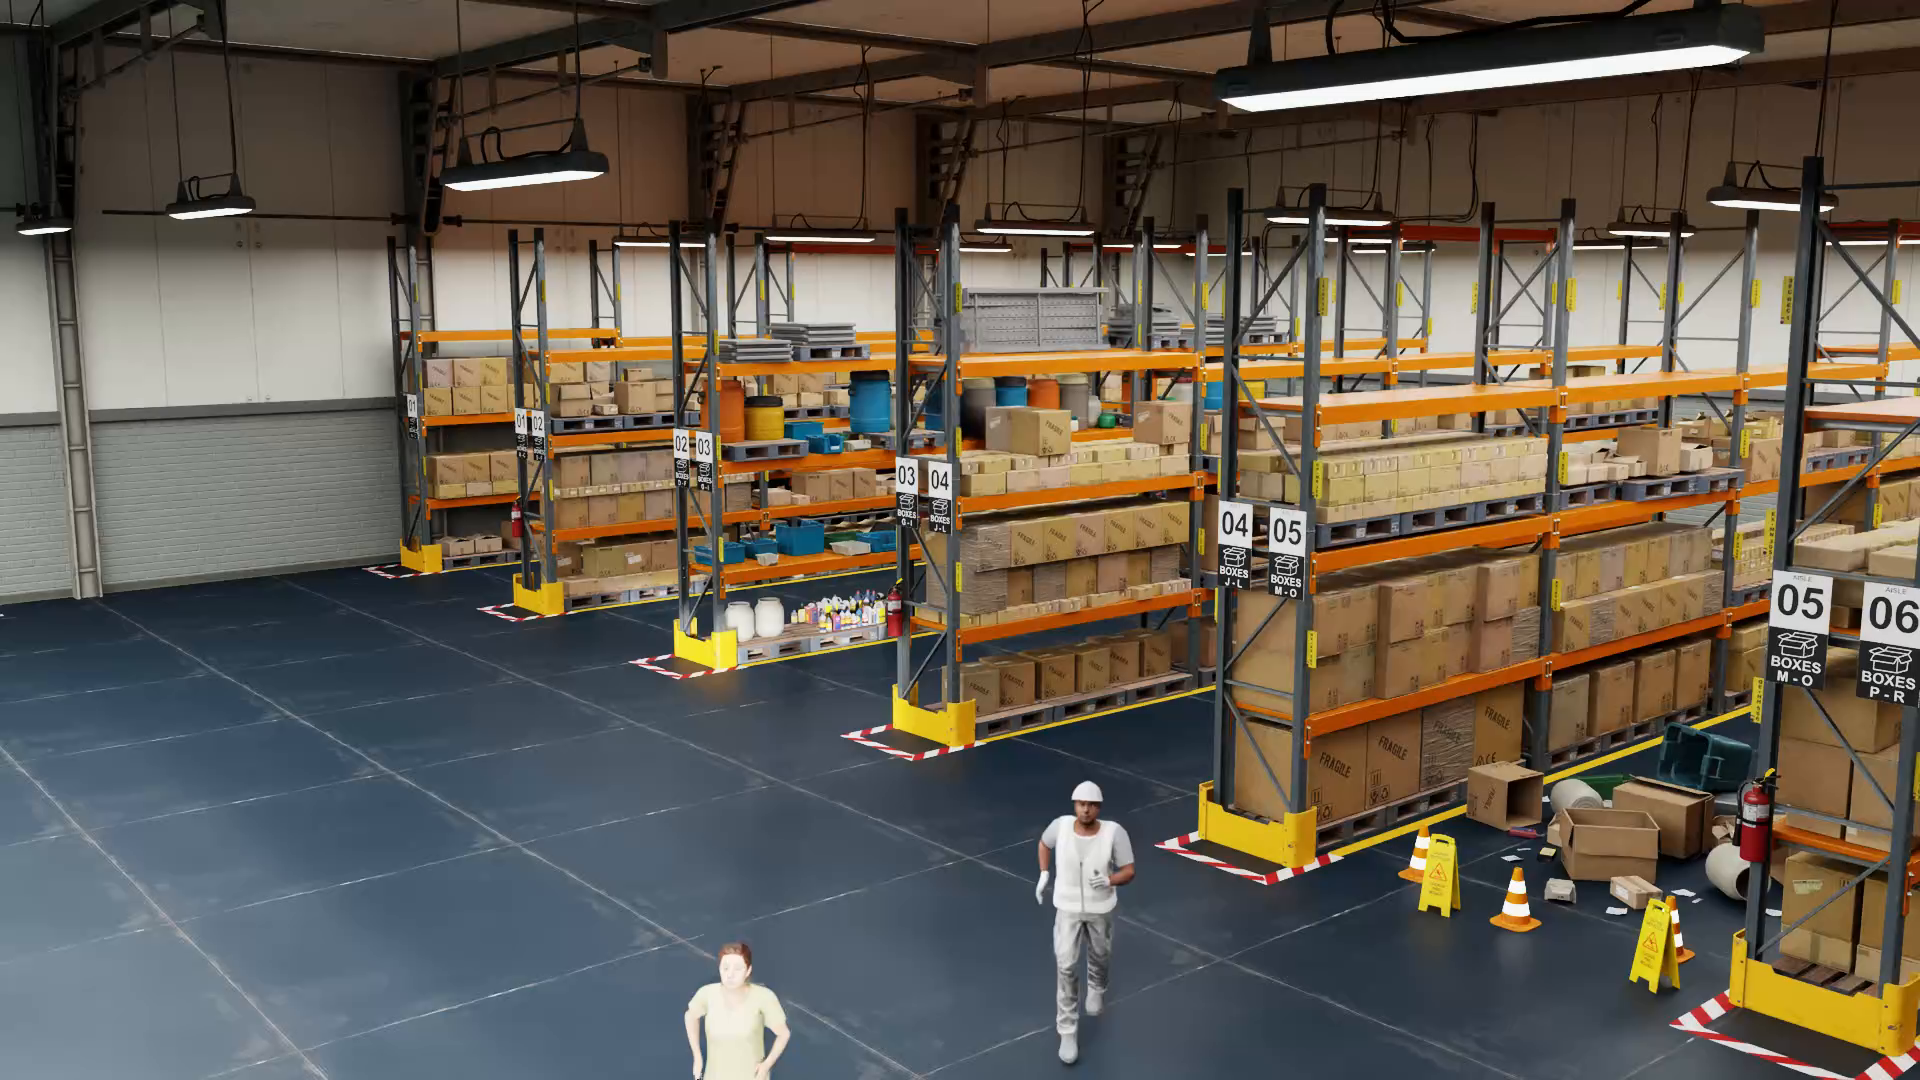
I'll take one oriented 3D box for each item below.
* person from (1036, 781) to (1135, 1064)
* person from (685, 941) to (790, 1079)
[{"bbox_3d":[0.855,2.529,11.381,0.677,1.805,0.925,1,9,7],"label":"person"},{"bbox_3d":[-1.217,2.981,9.064,0.587,1.637,0.549,0,9,-3],"label":"person"}]
